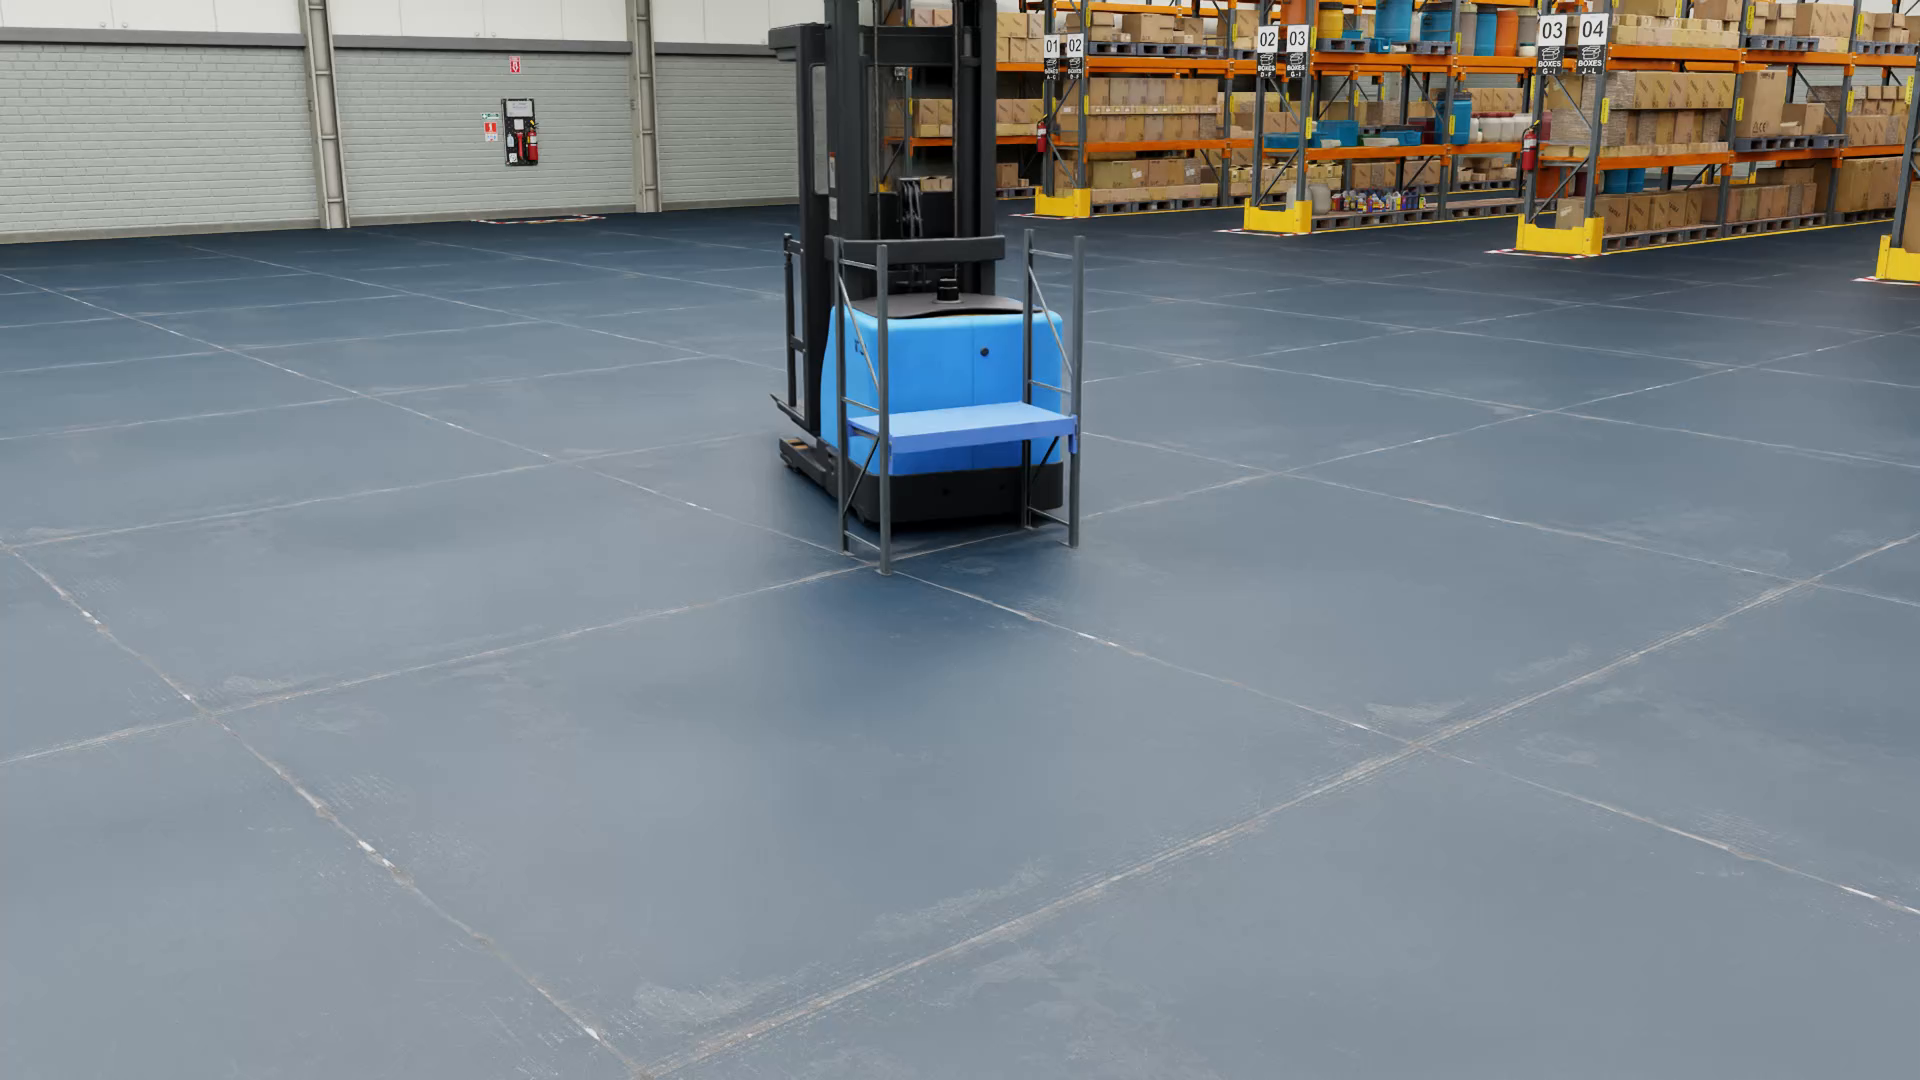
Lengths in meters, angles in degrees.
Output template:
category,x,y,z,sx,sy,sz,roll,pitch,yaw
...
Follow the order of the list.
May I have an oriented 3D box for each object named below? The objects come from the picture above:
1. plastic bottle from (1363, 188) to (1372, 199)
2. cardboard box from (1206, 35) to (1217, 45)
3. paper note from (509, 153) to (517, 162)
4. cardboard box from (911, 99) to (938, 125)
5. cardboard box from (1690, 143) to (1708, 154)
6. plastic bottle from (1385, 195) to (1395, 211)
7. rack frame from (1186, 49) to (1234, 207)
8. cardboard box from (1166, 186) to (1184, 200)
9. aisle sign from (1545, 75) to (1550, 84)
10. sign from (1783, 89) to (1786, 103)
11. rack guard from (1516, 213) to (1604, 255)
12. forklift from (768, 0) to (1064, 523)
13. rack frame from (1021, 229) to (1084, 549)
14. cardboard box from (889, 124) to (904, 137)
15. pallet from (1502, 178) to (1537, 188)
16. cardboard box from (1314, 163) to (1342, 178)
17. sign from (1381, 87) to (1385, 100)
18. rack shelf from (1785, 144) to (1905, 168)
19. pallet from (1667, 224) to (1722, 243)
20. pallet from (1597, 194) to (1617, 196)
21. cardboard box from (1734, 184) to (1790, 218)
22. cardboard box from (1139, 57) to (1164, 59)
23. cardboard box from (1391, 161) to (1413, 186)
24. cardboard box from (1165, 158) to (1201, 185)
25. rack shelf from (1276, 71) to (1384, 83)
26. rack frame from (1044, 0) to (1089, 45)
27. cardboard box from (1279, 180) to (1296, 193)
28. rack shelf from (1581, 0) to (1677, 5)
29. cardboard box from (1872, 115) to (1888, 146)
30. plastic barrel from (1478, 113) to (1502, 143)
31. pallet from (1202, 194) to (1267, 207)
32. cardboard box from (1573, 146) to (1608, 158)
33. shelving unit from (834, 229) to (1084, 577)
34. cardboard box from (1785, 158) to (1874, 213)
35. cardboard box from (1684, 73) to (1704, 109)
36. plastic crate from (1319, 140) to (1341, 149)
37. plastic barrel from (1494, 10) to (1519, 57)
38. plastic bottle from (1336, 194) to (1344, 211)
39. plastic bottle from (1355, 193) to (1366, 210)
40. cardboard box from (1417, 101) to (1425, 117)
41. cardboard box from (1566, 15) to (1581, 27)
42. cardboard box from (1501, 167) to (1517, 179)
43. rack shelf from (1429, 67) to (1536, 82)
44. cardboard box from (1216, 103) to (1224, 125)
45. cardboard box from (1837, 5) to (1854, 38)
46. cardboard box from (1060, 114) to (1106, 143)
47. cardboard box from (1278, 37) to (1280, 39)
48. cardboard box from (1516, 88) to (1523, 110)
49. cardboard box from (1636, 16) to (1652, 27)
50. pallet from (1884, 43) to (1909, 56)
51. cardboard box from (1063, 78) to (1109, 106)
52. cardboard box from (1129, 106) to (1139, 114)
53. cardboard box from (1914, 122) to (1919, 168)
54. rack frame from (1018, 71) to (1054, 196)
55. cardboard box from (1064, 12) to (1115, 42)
category,x,y,z,sx,sy,sz,roll,pitch,yaw
plastic bottle,7.148,-6.008,29.211,0.185,0.351,0.144,-14,20,-42
cardboard box,5.805,-11.764,39.621,0.500,0.500,0.700,-11,19,-37
paper note,-7.984,-6.832,29.720,0.142,0.148,0.016,-13,19,-39
cardboard box,-0.792,-8.736,33.943,0.500,0.500,0.500,-13,19,-39
cardboard box,10.915,-5.849,24.821,0.250,0.149,0.380,-13,19,-39
plastic bottle,7.361,-5.781,28.505,0.135,0.276,0.152,-12,19,-38
rack frame,4.923,-8.128,32.868,0.127,3.000,1.000,-13,19,-39
cardboard box,3.965,-6.711,32.077,0.500,0.250,0.500,-13,19,-39
aisle sign,14.228,-11.369,39.963,0.004,0.787,0.394,-13,19,-39
sign,14.073,-7.544,28.435,0.005,0.325,0.100,-13,19,-39
rack guard,8.462,-4.327,23.479,0.348,0.500,1.175,-13,19,-39
forklift,-0.433,-1.836,9.443,1.130,2.935,3.031,-5,16,-19
rack frame,0.444,-0.737,8.102,0.032,1.500,0.500,-8,17,-27
cardboard box,-1.124,-8.469,34.394,0.500,0.250,0.500,-12,19,-39
pallet,13.317,-8.666,40.284,1.213,0.211,1.003,-13,19,-39
cardboard box,7.707,-7.815,35.121,0.500,0.311,0.500,-12,19,-38
sign,11.066,-11.691,43.502,0.005,0.325,0.100,-13,19,-39
rack shelf,15.949,-6.868,29.544,4.000,0.370,1.077,-13,19,-39
pallet,10.939,-4.731,25.554,1.213,0.211,1.003,-13,19,-39
pallet,12.676,-6.841,33.452,1.213,0.211,1.003,-13,19,-39
cardboard box,13.115,-5.570,27.283,0.500,0.500,0.700,-11,18,-35
cardboard box,4.320,-11.011,37.981,0.500,0.311,0.500,-13,19,-39
cardboard box,9.634,-8.095,36.736,0.500,0.500,0.500,-14,20,-41
cardboard box,4.331,-7.162,32.310,0.500,0.500,0.500,-13,19,-39
rack shelf,9.212,-11.888,42.524,4.000,0.370,1.077,-13,19,-39
rack frame,1.905,-10.349,29.557,0.127,3.000,1.000,-13,19,-39
cardboard box,6.549,-7.283,34.219,0.500,0.250,0.500,-12,19,-38
rack shelf,12.698,-10.537,32.431,4.000,0.370,1.077,-13,19,-39
cardboard box,15.757,-7.130,28.935,0.500,0.500,0.500,-13,20,-40
plastic barrel,9.591,-7.473,30.150,0.433,0.535,0.433,0,15,0
pallet,5.453,-6.914,33.723,1.213,0.211,1.003,-13,19,-39
cardboard box,8.777,-5.402,23.148,0.250,0.149,0.380,-13,19,-39
shelving unit,-0.002,-0.674,7.868,1.048,1.500,0.538,-8,17,-27
cardboard box,14.974,-6.166,28.825,0.875,0.875,1.225,-14,20,-42
cardboard box,10.510,-6.575,24.345,0.500,0.500,0.500,-13,19,-39
plastic crate,6.040,-6.447,27.086,0.250,0.136,0.298,-13,19,-39
plastic barrel,9.934,-9.290,30.572,0.708,0.830,0.600,-13,19,-39
plastic bottle,6.530,-5.799,28.559,0.133,0.283,0.061,-13,19,-39
plastic bottle,6.943,-5.875,28.859,0.135,0.276,0.152,-13,19,-39
cardboard box,9.976,-9.569,37.255,0.500,0.500,0.700,-9,17,-31
cardboard box,8.410,-7.199,23.093,0.250,0.149,0.380,-13,19,-39
cardboard box,12.990,-8.750,39.671,0.500,0.250,0.500,-13,19,-39
rack shelf,12.466,-10.924,38.916,4.000,0.370,1.077,-13,19,-39
cardboard box,5.996,-10.175,39.720,0.500,0.500,0.500,-13,20,-40
cardboard box,14.244,-8.486,27.233,0.500,0.500,0.500,-12,19,-38
cardboard box,2.266,-7.576,30.605,0.500,0.500,0.700,-13,19,-39
cardboard box,6.405,-10.020,33.614,0.500,0.250,0.500,14,20,42
cardboard box,13.051,-10.389,39.200,0.500,0.500,0.500,-12,19,-38
cardboard box,9.386,-7.217,23.160,0.250,0.149,0.380,-12,19,-37
pallet,15.733,-8.544,28.978,1.213,0.211,1.003,-12,19,-37
cardboard box,2.306,-8.211,30.471,0.500,0.500,0.700,-13,19,-39
cardboard box,3.120,-8.012,30.982,0.250,0.149,0.380,-14,20,-41
cardboard box,11.835,-4.683,19.679,0.550,0.550,0.875,-13,19,-39
rack frame,1.668,-9.092,36.476,0.127,3.000,1.000,-13,19,-39
cardboard box,2.341,-9.317,30.220,0.637,0.503,0.797,-11,18,-36
